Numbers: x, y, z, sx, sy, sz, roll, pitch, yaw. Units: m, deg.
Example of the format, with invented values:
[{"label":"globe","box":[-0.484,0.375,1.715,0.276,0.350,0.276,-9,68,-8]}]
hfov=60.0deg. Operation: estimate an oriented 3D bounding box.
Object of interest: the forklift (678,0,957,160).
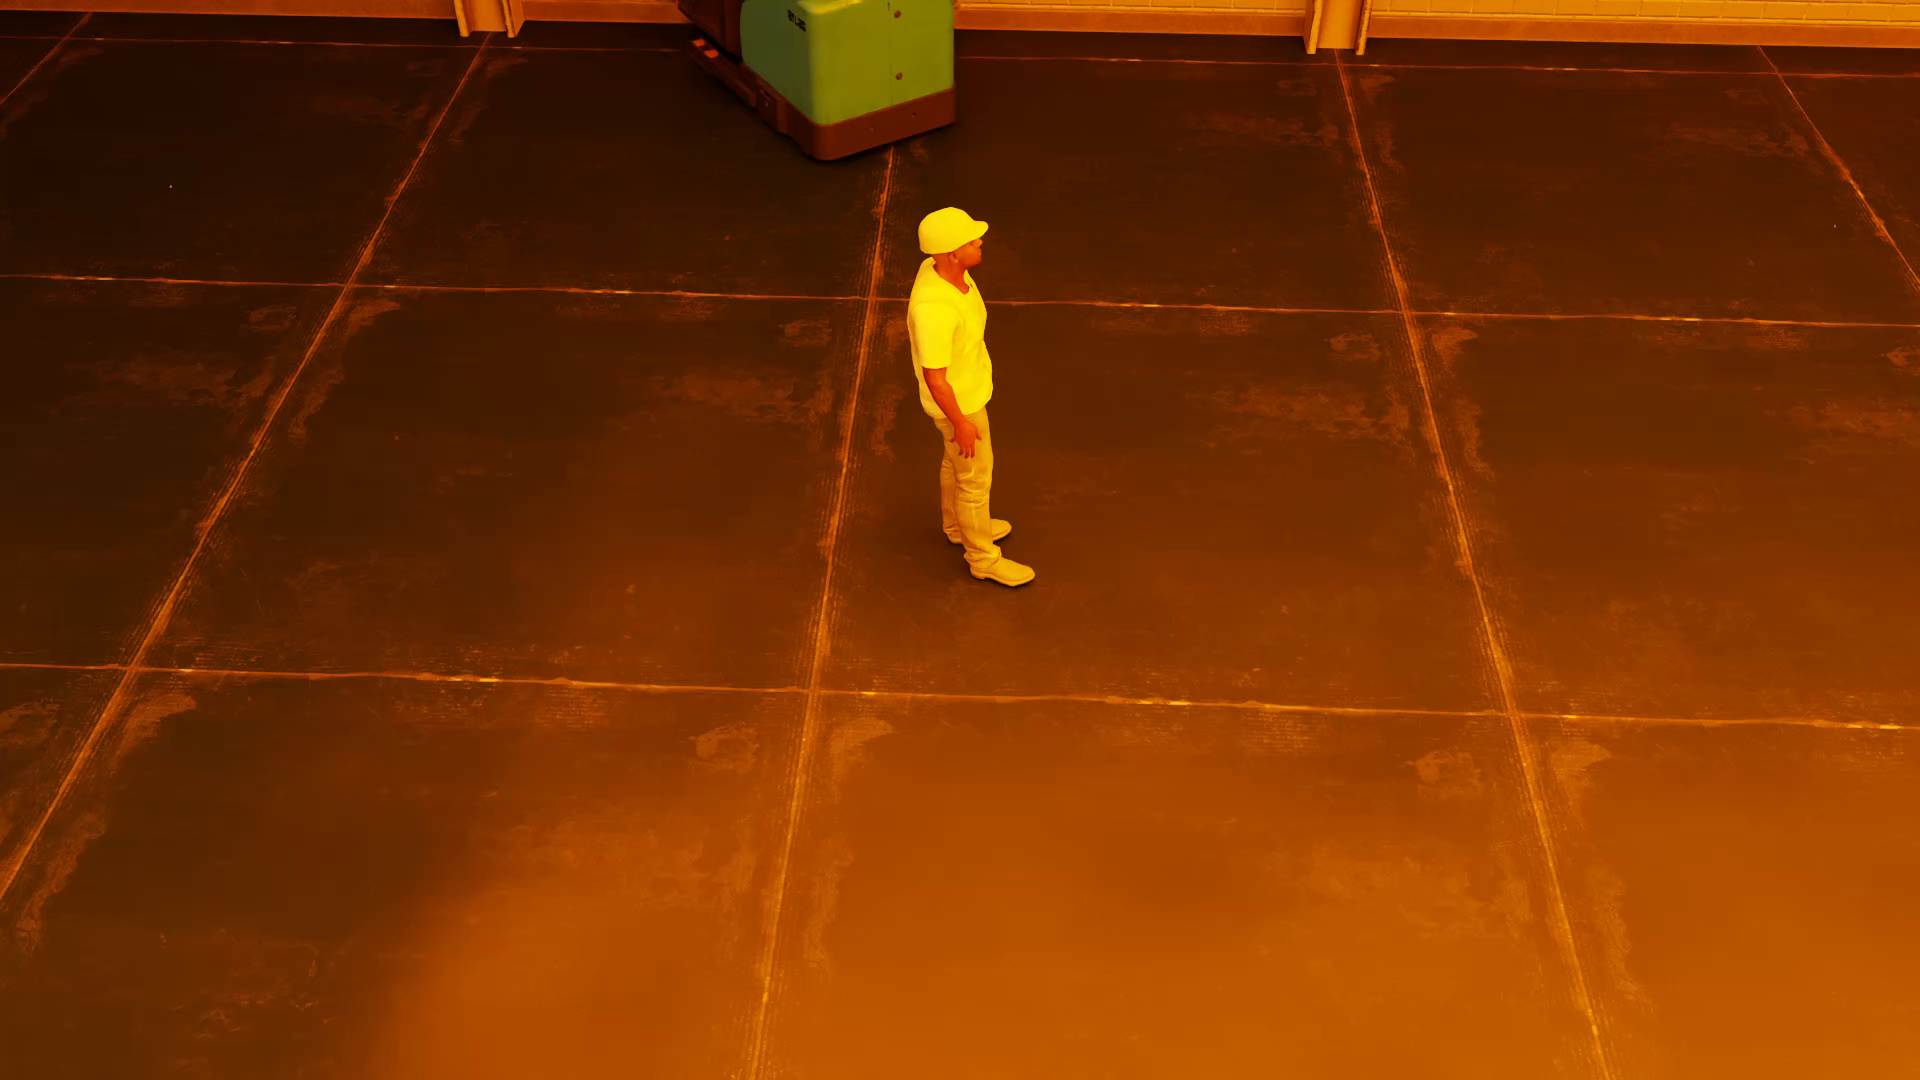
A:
[{"label":"forklift","box":[-1.233,-4.429,10.594,1.130,2.935,3.031,-23,47,-23]}]

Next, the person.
[{"label":"person","box":[0.069,-0.651,7.309,0.577,1.765,0.665,2,42,2]}]
